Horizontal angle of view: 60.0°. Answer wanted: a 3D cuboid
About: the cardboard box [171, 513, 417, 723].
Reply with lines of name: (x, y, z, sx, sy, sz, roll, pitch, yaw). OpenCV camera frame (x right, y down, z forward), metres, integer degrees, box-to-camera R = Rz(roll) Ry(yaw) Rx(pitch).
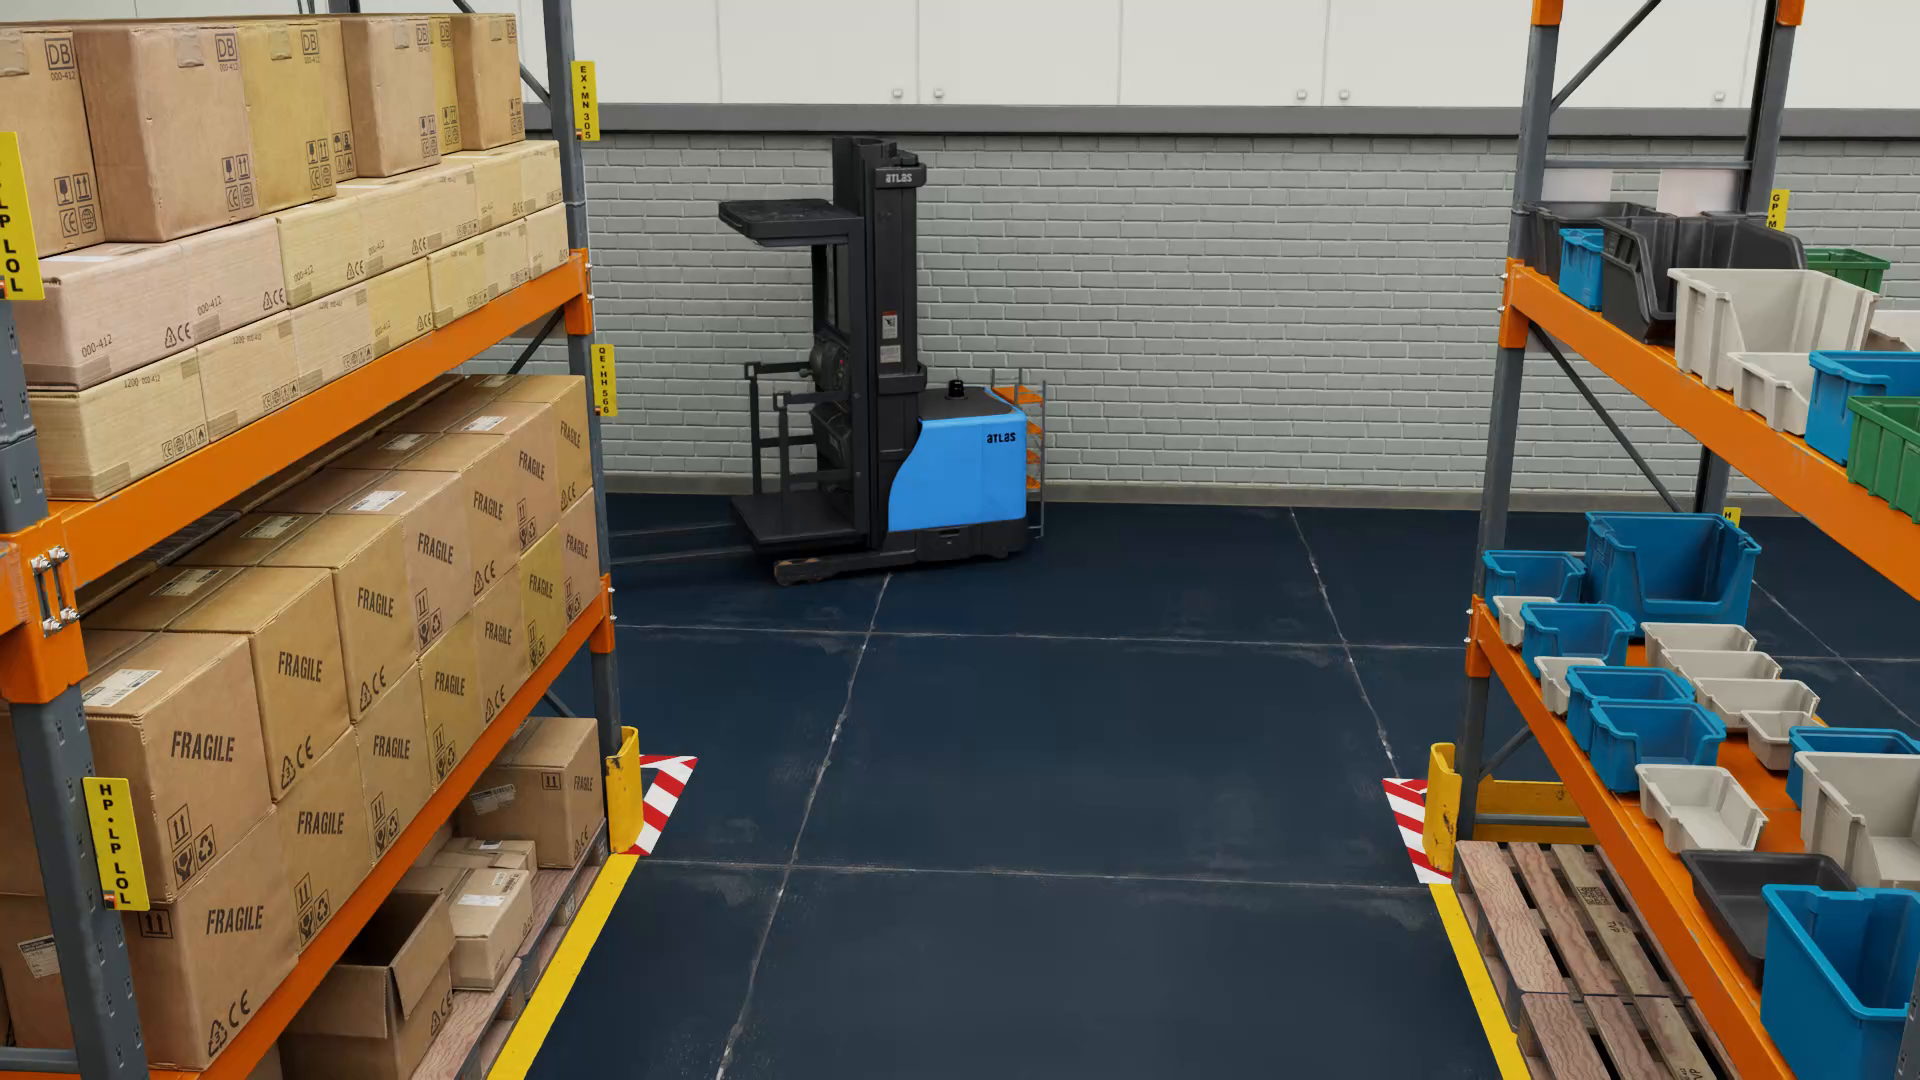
cardboard box: (-2.034, 0.232, 5.132, 0.500, 0.500, 0.500, 1, 18, 2)

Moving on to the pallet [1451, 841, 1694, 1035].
pallet: (2.707, 1.664, 7.005, 1.003, 0.211, 1.213, 1, 18, 4)

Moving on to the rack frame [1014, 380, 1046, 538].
rack frame: (0.511, -0.583, 12.274, 0.240, 1.200, 0.015, -6, 19, -18)

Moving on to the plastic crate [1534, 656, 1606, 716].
plastic crate: (2.305, 0.559, 6.228, 0.250, 0.136, 0.298, 1, 18, 4)

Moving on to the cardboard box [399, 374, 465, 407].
cardboard box: (-2.430, -0.418, 7.117, 0.500, 0.500, 0.500, 2, 18, 6)

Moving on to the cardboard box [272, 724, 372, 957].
cardboard box: (-2.080, 0.856, 4.834, 0.500, 0.500, 0.500, 2, 18, 5)

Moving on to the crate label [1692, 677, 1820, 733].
crate label: (2.896, 0.615, 6.057, 0.396, 0.136, 0.243, 1, 18, 4)

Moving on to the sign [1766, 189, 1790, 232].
sign: (3.355, -1.284, 6.877, 0.100, 0.325, 0.005, 1, 18, 4)

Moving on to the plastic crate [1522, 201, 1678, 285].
plastic crate: (2.499, -1.166, 6.557, 0.497, 0.269, 0.590, 1, 18, 4)

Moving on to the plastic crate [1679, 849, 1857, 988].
plastic crate: (2.330, 1.075, 4.671, 0.437, 0.125, 0.590, 1, 18, 4)

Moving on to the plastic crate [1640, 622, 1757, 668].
plastic crate: (2.927, 0.438, 6.596, 0.396, 0.136, 0.243, 1, 18, 4)

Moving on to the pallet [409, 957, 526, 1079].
pallet: (-2.287, 1.947, 6.144, 1.003, 0.211, 1.213, 1, 18, 4)

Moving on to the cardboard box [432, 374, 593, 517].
cardboard box: (-1.893, -0.406, 7.079, 0.500, 0.500, 0.500, 1, 18, 3)

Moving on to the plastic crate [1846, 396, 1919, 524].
plastic crate: (2.247, -0.137, 3.546, 0.450, 0.188, 0.662, 1, 18, 4)

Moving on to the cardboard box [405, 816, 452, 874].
cardboard box: (-2.493, 1.388, 7.080, 0.500, 0.250, 0.500, 1, 18, 4)

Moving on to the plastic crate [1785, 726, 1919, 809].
plastic crate: (2.913, 0.779, 5.402, 0.416, 0.233, 0.300, 1, 18, 4)

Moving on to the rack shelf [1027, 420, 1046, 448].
rack shelf: (0.433, -0.803, 12.445, 0.258, 0.148, 0.480, -6, 19, -18)

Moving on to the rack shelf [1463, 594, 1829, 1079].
rack shelf: (2.662, 1.047, 5.566, 1.077, 0.370, 4.000, 1, 18, 4)

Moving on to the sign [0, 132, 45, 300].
sign: (-1.868, -0.632, 3.256, 0.100, 0.325, 0.005, 1, 18, 4)

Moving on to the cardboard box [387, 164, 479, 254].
cardboard box: (-1.993, -1.144, 5.717, 0.500, 0.250, 0.500, 1, 18, 4)

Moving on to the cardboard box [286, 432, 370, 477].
cardboard box: (-2.501, -0.101, 6.147, 0.500, 0.500, 0.500, 2, 18, 5)

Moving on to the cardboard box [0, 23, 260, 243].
cardboard box: (-2.248, -1.038, 4.188, 0.700, 0.500, 0.500, 1, 18, 4)

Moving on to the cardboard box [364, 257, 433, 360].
cardboard box: (-2.031, -0.751, 5.321, 0.500, 0.250, 0.500, 1, 18, 4)

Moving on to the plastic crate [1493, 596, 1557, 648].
plastic crate: (2.353, 0.348, 6.871, 0.250, 0.136, 0.298, 1, 18, 4)

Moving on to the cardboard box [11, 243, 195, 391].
cardboard box: (-2.140, -0.523, 3.821, 0.500, 0.250, 0.500, 1, 18, 4)

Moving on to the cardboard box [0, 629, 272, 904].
cardboard box: (-2.108, 0.552, 4.155, 0.500, 0.500, 0.500, 2, 18, 5)

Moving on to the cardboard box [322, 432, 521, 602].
cardboard box: (-1.961, -0.088, 6.108, 0.500, 0.500, 0.500, 2, 18, 5)

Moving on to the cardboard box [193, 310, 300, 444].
cardboard box: (-2.101, -0.440, 4.373, 0.500, 0.250, 0.500, 1, 18, 4)

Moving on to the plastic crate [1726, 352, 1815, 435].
plastic crate: (2.230, -0.377, 4.363, 0.293, 0.136, 0.466, 1, 18, 4)

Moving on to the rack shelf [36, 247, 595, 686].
rack shelf: (-2.279, -0.490, 5.440, 1.077, 0.370, 4.000, 1, 18, 4)

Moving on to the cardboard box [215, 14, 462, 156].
cardboard box: (-2.276, -1.663, 6.096, 0.700, 0.500, 0.500, 1, 18, 4)

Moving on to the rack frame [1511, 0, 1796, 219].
rack frame: (2.805, -2.767, 6.415, 1.000, 3.000, 0.127, 1, 18, 4)

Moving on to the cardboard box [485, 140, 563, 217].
cardboard box: (-1.918, -1.454, 6.665, 0.500, 0.250, 0.500, 1, 18, 4)

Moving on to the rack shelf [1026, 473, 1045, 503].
rack shelf: (0.433, -0.402, 12.577, 0.258, 0.148, 0.480, -6, 19, -18)

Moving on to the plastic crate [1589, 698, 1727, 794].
plastic crate: (2.343, 0.707, 5.622, 0.416, 0.233, 0.300, 1, 18, 4)

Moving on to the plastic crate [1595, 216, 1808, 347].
plastic crate: (2.421, -0.844, 5.463, 0.504, 0.338, 0.767, 1, 18, 4)

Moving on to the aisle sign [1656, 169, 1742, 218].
aisle sign: (3.102, -1.167, 6.993, 0.394, 0.787, 0.004, 1, 18, 4)

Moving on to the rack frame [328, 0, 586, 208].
rack frame: (-2.135, -2.879, 6.756, 1.000, 3.000, 0.127, 1, 18, 4)

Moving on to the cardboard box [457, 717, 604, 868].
cardboard box: (-1.929, 1.125, 7.479, 0.500, 0.500, 0.500, 1, 18, 4)

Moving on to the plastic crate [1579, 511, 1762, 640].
plastic crate: (2.967, 0.147, 7.004, 0.616, 0.435, 0.499, 1, 18, 4)

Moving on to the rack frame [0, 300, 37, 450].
rack frame: (-2.422, -1.636, 2.965, 1.000, 3.000, 0.127, 1, 18, 4)

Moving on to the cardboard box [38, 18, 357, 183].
cardboard box: (-2.334, -1.352, 5.147, 0.700, 0.500, 0.500, 1, 18, 4)

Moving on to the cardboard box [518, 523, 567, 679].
cardboard box: (-1.930, 0.231, 6.740, 0.500, 0.500, 0.500, 1, 18, 4)

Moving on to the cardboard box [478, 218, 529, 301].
cardboard box: (-1.956, -1.061, 6.269, 0.500, 0.250, 0.500, 1, 18, 4)

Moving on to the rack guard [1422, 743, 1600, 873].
rack guard: (2.794, 1.264, 7.762, 1.175, 0.500, 0.348, 1, 18, 4)

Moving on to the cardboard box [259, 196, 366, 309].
cardboard box: (-2.058, -0.833, 4.769, 0.500, 0.250, 0.500, 1, 18, 4)

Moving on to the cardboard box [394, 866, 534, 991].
cardboard box: (-2.027, 1.539, 6.620, 0.500, 0.250, 0.500, 1, 18, 4)

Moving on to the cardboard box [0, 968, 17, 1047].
cardboard box: (-2.642, 1.006, 4.375, 0.500, 0.500, 0.500, 2, 18, 5)

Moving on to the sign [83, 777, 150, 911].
sign: (-1.868, 0.676, 3.684, 0.100, 0.325, 0.005, 1, 18, 4)

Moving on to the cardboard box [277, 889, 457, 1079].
cardboard box: (-2.293, 1.608, 6.000, 0.797, 0.503, 0.637, 1, 18, 4)

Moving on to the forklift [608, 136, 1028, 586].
forklift: (-1.087, -1.263, 11.569, 3.031, 2.935, 1.130, -6, 19, -17)

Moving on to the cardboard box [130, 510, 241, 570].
cardboard box: (-2.574, 0.213, 5.188, 0.500, 0.500, 0.500, 1, 18, 4)

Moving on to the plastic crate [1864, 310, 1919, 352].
plastic crate: (2.904, -0.569, 4.948, 0.437, 0.136, 0.530, 1, 18, 4)

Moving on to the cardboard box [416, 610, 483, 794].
cardboard box: (-2.007, 0.542, 5.790, 0.500, 0.500, 0.500, 1, 18, 3)

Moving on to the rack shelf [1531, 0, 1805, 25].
rack shelf: (2.662, -1.614, 4.694, 1.077, 0.370, 4.000, 1, 18, 4)

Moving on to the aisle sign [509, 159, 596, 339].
aisle sign: (-1.825, -1.277, 7.329, 0.394, 0.787, 0.004, 1, 18, 4)

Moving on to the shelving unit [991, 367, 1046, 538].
shelving unit: (0.433, -0.655, 12.494, 0.258, 1.200, 0.503, -6, 19, -18)
